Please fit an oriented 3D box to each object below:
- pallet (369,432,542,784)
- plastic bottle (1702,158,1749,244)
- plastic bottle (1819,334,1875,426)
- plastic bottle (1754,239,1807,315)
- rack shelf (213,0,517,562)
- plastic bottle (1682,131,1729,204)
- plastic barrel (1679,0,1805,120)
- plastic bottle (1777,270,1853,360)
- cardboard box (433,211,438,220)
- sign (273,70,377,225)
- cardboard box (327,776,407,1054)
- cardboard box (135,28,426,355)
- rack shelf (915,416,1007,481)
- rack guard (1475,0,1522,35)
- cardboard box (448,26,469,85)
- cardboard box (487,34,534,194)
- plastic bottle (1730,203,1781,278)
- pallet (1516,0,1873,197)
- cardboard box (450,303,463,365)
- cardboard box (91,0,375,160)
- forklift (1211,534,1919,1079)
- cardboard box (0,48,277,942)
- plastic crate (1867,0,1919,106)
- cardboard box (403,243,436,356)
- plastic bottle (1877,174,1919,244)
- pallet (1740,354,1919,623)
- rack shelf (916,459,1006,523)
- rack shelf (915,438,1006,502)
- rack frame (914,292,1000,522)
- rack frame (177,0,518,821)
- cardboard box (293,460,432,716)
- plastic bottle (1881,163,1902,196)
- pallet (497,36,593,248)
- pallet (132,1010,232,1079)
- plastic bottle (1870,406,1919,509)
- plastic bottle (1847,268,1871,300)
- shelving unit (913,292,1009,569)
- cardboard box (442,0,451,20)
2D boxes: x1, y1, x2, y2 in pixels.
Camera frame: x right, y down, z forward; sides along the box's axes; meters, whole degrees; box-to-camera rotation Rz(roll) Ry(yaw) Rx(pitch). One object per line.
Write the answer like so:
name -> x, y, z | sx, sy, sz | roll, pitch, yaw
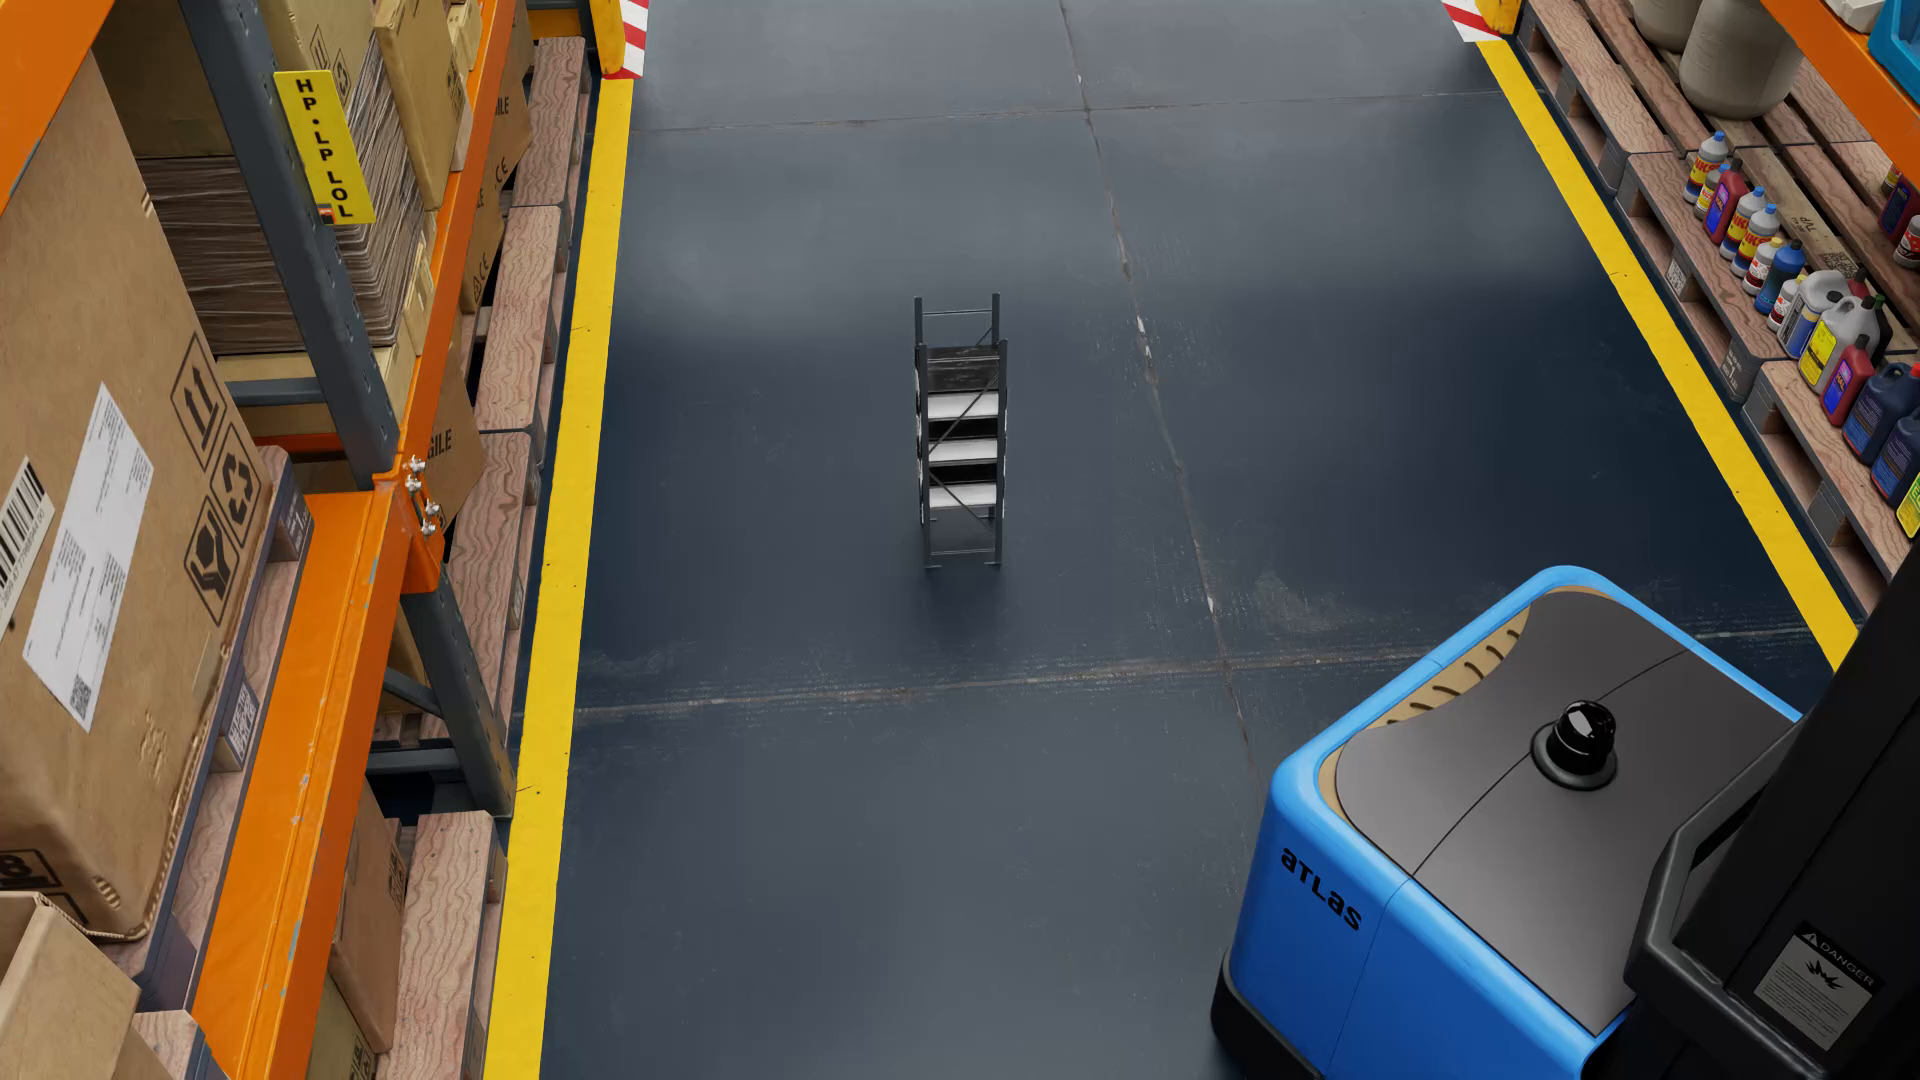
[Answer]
pallet -> -1.812, 0.191, 4.924 | 1.003, 0.211, 1.213 | -3, 47, -3
plastic bottle -> 2.722, -1.201, 5.889 | 0.061, 0.283, 0.133 | -3, 47, -3
plastic bottle -> 2.803, -0.505, 5.230 | 0.061, 0.283, 0.133 | -1, 47, -1
plastic bottle -> 2.775, -0.895, 5.608 | 0.097, 0.271, 0.097 | 0, 47, 0
rack shelf -> -1.888, -1.484, 5.085 | 1.077, 0.370, 4.000 | -3, 47, -3
plastic bottle -> 2.721, -1.362, 6.050 | 0.097, 0.271, 0.097 | 0, 47, 0
plastic barrel -> 3.053, -1.934, 6.440 | 0.421, 0.512, 0.421 | 0, 47, 0
plastic bottle -> 2.821, -0.739, 5.457 | 0.152, 0.276, 0.135 | -3, 47, -3
cardboard box -> -1.526, -0.913, 4.222 | 0.380, 0.149, 0.250 | -3, 47, -3
sign -> -1.168, -0.719, 3.067 | 0.100, 0.325, 0.005 | -3, 47, -3
cardboard box -> -1.691, 0.870, 3.779 | 0.700, 0.500, 0.500 | -7, 47, -6
cardboard box -> -1.697, -0.750, 3.621 | 0.875, 0.500, 0.500 | -3, 47, -3
rack shelf -> 0.001, -0.281, 4.942 | 0.258, 0.077, 0.200 | -3, 47, -3
rack guard -> 2.933, -2.568, 7.337 | 1.175, 0.500, 0.348 | -3, 47, -3
cardboard box -> -1.568, -1.275, 4.564 | 0.380, 0.149, 0.250 | -3, 47, -3
cardboard box -> -1.936, -1.580, 6.113 | 0.500, 0.500, 0.500 | 8, 47, 7
plastic bottle -> 2.758, -1.041, 5.746 | 0.097, 0.271, 0.097 | 0, 47, 0
pallet -> 2.996, -1.880, 6.885 | 1.003, 0.211, 1.213 | -3, 47, -3
cardboard box -> -1.900, -0.719, 5.298 | 0.500, 0.500, 0.500 | -7, 47, -7
cardboard box -> -1.505, -1.106, 3.269 | 0.500, 0.500, 0.500 | -3, 47, -3
forklift -> 1.925, 0.815, 2.459 | 1.130, 2.935, 3.031 | -30, 54, -26
cardboard box -> -1.794, -0.052, 2.531 | 1.000, 1.000, 1.000 | -3, 47, -3
plastic crate -> 2.852, -1.318, 4.535 | 0.499, 0.251, 0.616 | -3, 47, -3
cardboard box -> -1.447, -0.553, 3.881 | 0.380, 0.149, 0.250 | -3, 47, -3
plastic bottle -> 3.358, -1.204, 5.892 | 0.061, 0.283, 0.133 | -3, 47, -3
pallet -> 3.200, -0.115, 5.213 | 1.003, 0.211, 1.213 | -3, 47, -3
rack shelf -> 0.001, -0.157, 5.073 | 0.258, 0.077, 0.200 | -3, 47, -3
rack shelf -> 0.001, -0.219, 5.007 | 0.258, 0.077, 0.200 | -3, 47, -3
rack frame -> -0.008, -0.377, 4.987 | 0.240, 0.900, 0.006 | -3, 47, -3
rack frame -> -1.721, -0.284, 3.453 | 1.000, 3.000, 0.127 | -3, 47, -3
cardboard box -> -1.714, 0.139, 4.485 | 0.500, 0.500, 0.500 | -5, 47, -5
plastic bottle -> 3.471, -1.366, 6.102 | 0.097, 0.201, 0.097 | 0, 47, 0
pallet -> -2.016, -1.575, 6.596 | 1.003, 0.211, 1.213 | -3, 47, -3
pallet -> -1.592, 1.246, 2.136 | 1.003, 0.211, 1.213 | -3, 47, -3
plastic bottle -> 2.874, -0.274, 4.965 | 0.144, 0.351, 0.185 | -5, 47, -4
plastic bottle -> 2.927, -0.748, 5.461 | 0.061, 0.283, 0.133 | -3, 47, -3
shelving unit -> 0.001, -0.304, 4.918 | 0.258, 0.900, 0.210 | -3, 47, -3
cardboard box -> -1.846, -1.470, 4.302 | 0.875, 0.500, 0.500 | -3, 47, -3
